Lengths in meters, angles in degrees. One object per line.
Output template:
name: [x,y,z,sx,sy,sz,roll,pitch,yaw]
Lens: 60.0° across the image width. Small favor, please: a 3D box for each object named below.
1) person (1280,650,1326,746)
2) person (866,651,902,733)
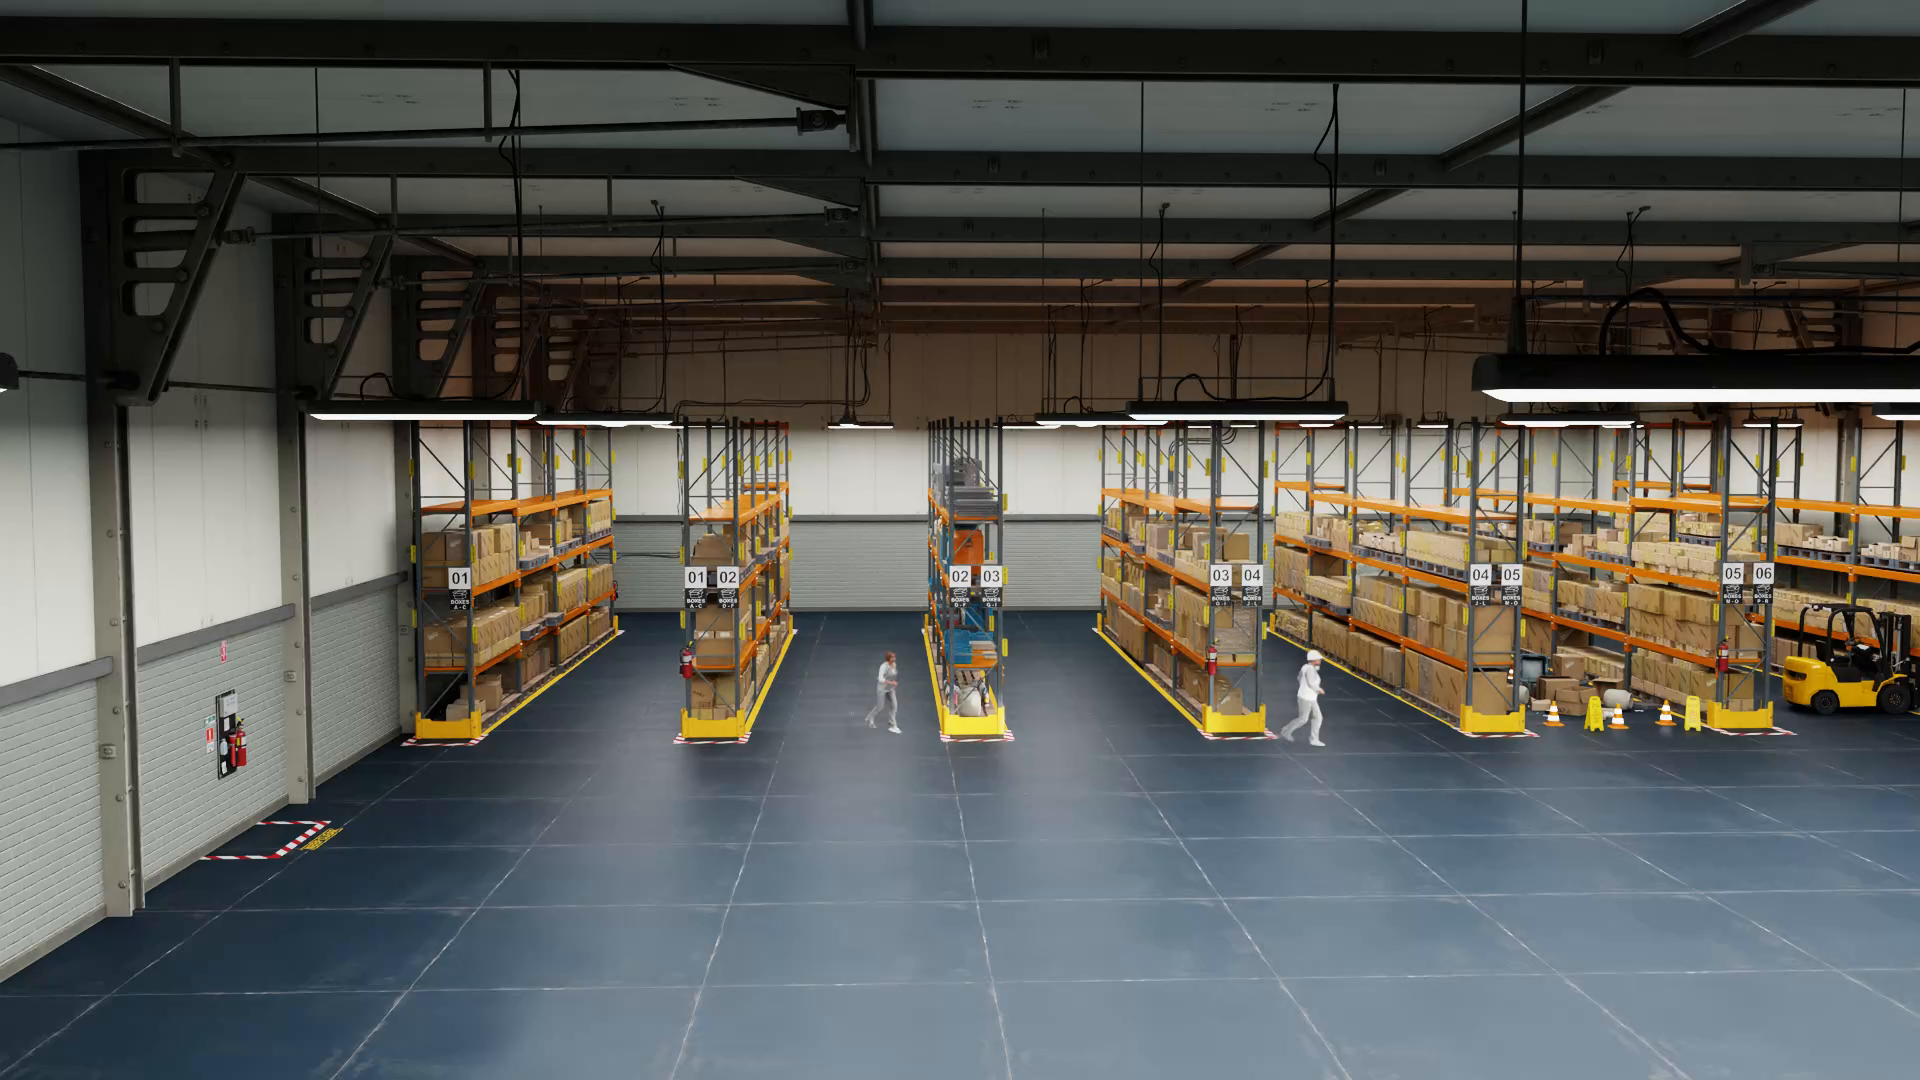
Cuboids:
person: [6.238,2.875,30.242,0.822,1.754,0.621,1,4,20]
person: [-1.455,2.874,31.691,0.878,1.572,0.530,4,5,43]
